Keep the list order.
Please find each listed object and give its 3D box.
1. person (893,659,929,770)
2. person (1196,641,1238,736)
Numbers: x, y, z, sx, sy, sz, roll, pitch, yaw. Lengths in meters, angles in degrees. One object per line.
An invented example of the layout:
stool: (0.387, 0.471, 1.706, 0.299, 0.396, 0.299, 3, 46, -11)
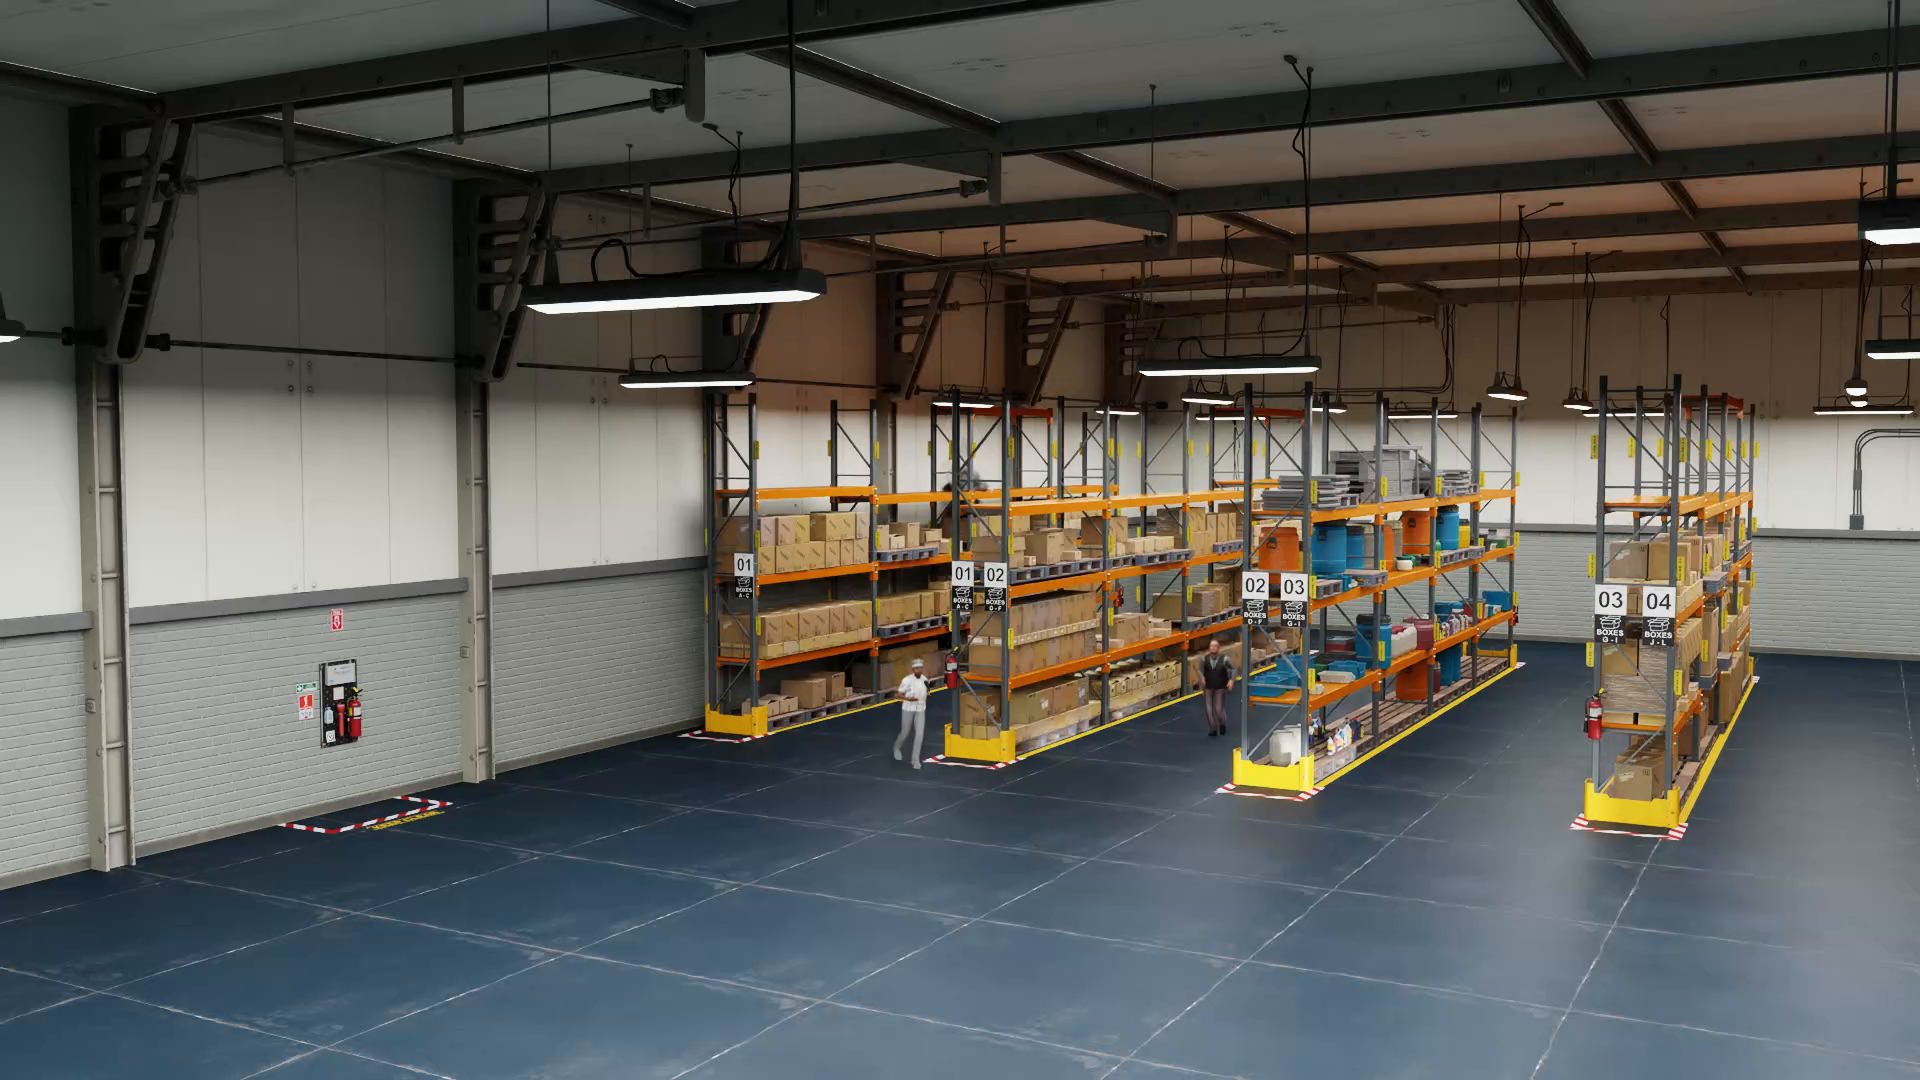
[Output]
person: (-0.739, 2.730, 26.425, 0.572, 1.712, 0.856, -1, 3, -22)
person: (4.428, 2.592, 28.864, 0.699, 1.676, 0.584, 1, 3, 21)
